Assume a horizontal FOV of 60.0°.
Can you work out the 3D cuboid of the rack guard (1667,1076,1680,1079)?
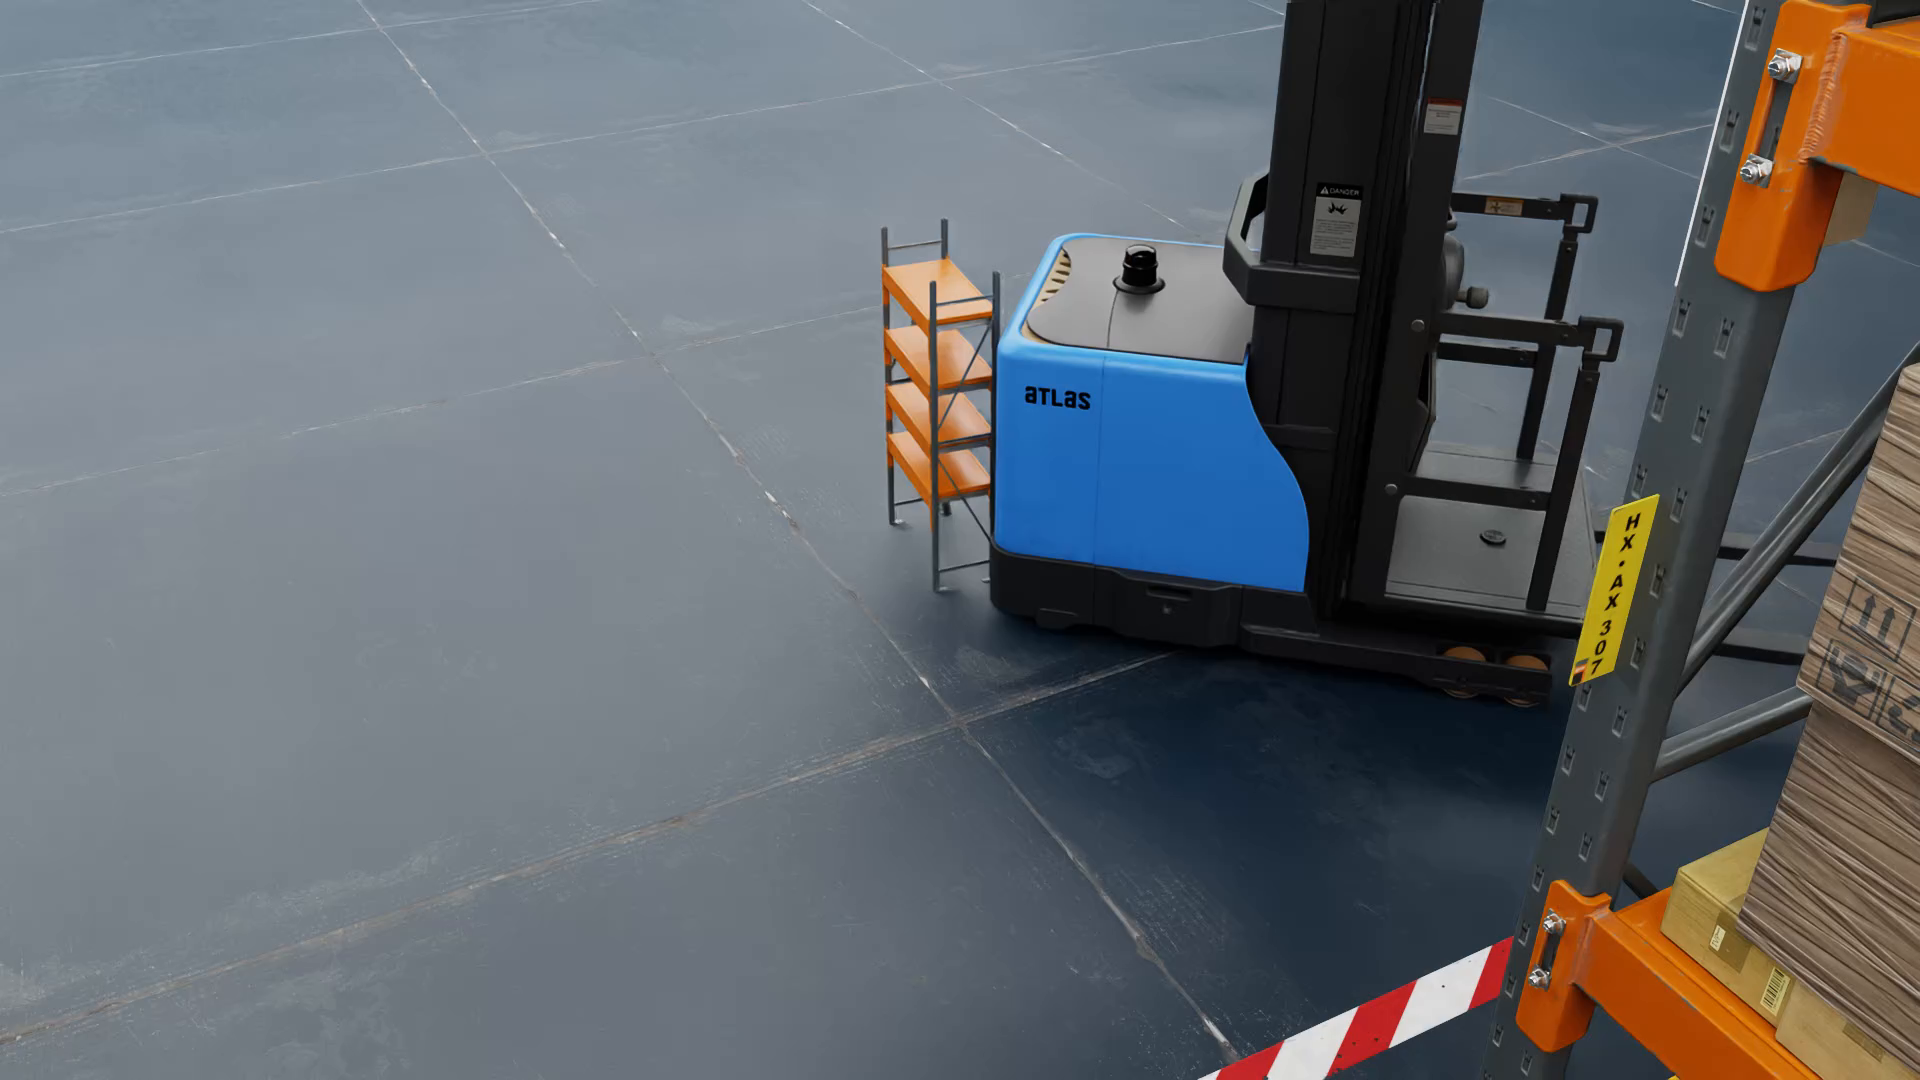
[{"bbox_3d":[1.516,1.397,3.606,1.175,0.500,0.348,-16,36,-23],"label":"rack guard"}]

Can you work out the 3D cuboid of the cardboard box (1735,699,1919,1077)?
[{"bbox_3d":[1.712,0.410,2.460,0.875,0.500,0.500,-16,36,-23],"label":"cardboard box"}]

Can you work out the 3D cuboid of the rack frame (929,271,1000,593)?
[{"bbox_3d":[0.016,-0.342,5.671,0.240,1.200,0.015,-12,34,-17],"label":"rack frame"}]

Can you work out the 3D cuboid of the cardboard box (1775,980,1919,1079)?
[{"bbox_3d":[1.502,0.734,2.556,0.380,0.149,0.250,-16,36,-23],"label":"cardboard box"}]

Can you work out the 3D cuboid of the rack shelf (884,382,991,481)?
[{"bbox_3d":[-0.071,-0.408,5.899,0.258,0.148,0.480,-12,34,-17],"label":"rack shelf"}]

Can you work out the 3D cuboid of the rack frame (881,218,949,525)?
[{"bbox_3d":[-0.157,-0.588,6.055,0.240,1.200,0.015,-12,34,-17],"label":"rack frame"}]

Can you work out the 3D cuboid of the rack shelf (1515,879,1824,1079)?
[{"bbox_3d":[2.413,1.566,1.692,1.077,0.370,4.000,-16,36,-23],"label":"rack shelf"}]

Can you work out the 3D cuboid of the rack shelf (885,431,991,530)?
[{"bbox_3d":[-0.071,-0.241,6.006,0.258,0.148,0.480,-12,34,-17],"label":"rack shelf"}]

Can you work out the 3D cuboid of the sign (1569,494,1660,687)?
[{"bbox_3d":[1.000,0.080,2.541,0.100,0.325,0.005,-16,36,-23],"label":"sign"}]

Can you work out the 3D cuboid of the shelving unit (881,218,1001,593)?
[{"bbox_3d":[-0.071,-0.465,5.863,0.258,1.200,0.503,-12,34,-17],"label":"shelving unit"}]

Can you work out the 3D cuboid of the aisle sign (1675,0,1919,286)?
[{"bbox_3d":[1.186,-0.740,2.215,0.394,0.787,0.004,-16,36,-23],"label":"aisle sign"}]

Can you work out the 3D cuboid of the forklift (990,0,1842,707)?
[{"bbox_3d":[1.678,-1.009,5.108,3.031,2.935,1.130,8,33,12],"label":"forklift"}]

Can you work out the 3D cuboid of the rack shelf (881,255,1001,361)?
[{"bbox_3d":[-0.071,-0.795,5.651,0.258,0.148,0.480,-12,34,-17],"label":"rack shelf"}]

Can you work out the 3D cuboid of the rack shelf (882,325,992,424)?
[{"bbox_3d":[-0.071,-0.596,5.779,0.258,0.148,0.480,-12,34,-17],"label":"rack shelf"}]

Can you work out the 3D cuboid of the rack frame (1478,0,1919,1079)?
[{"bbox_3d":[1.477,0.309,2.987,0.949,2.616,0.053,-16,36,-23],"label":"rack frame"}]

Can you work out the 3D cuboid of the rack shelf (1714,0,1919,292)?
[{"bbox_3d":[2.413,0.303,0.883,1.077,0.370,4.000,-16,36,-23],"label":"rack shelf"}]

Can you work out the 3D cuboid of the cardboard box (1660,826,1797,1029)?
[{"bbox_3d":[1.402,0.610,2.750,0.380,0.149,0.250,-16,36,-23],"label":"cardboard box"}]

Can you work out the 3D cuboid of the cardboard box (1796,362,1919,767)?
[{"bbox_3d":[1.495,0.051,2.094,0.500,0.500,0.500,-16,36,-23],"label":"cardboard box"}]
